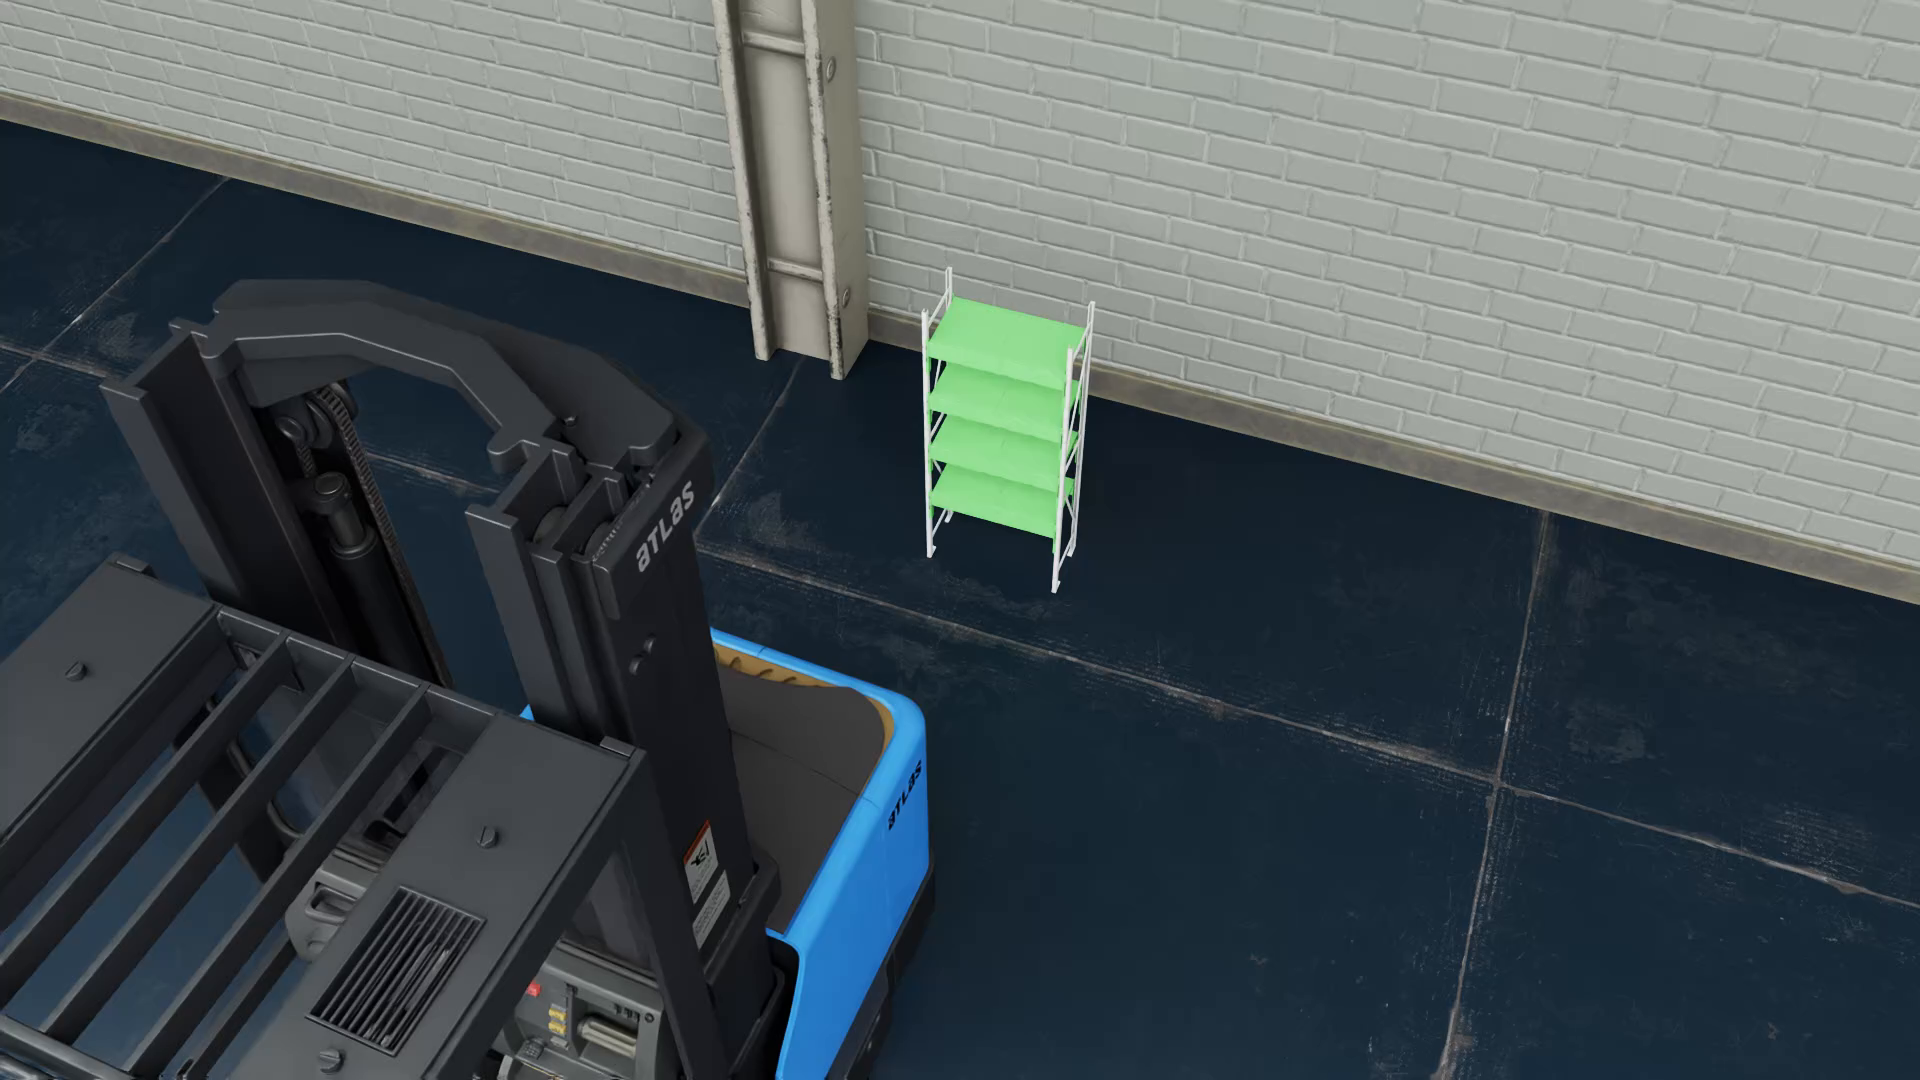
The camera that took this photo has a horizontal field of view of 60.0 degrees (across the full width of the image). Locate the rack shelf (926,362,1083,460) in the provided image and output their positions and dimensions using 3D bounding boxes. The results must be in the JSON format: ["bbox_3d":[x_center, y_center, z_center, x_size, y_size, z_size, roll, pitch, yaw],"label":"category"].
[{"bbox_3d":[0.155,-0.465,5.626,0.480,0.148,0.258,16,51,13],"label":"rack shelf"}]

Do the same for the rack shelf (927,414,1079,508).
[{"bbox_3d":[0.155,-0.308,5.807,0.480,0.148,0.258,16,51,13],"label":"rack shelf"}]

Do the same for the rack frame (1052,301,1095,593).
[{"bbox_3d":[0.384,-0.286,5.704,0.015,1.200,0.240,16,51,13],"label":"rack frame"}]

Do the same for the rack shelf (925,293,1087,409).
[{"bbox_3d":[0.155,-0.622,5.445,0.480,0.148,0.258,16,51,13],"label":"rack shelf"}]

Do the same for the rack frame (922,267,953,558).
[{"bbox_3d":[-0.074,-0.414,5.814,0.015,1.200,0.240,16,51,13],"label":"rack frame"}]

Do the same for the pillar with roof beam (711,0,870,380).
[{"bbox_3d":[-2.104,-0.710,0.910,0.400,9.000,9.100,16,51,13],"label":"pillar with roof beam"}]

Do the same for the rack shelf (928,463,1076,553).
[{"bbox_3d":[0.155,-0.151,5.989,0.480,0.148,0.258,16,51,13],"label":"rack shelf"}]

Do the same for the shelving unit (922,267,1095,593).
[{"bbox_3d":[0.155,-0.350,5.759,0.503,1.200,0.258,16,51,13],"label":"shelving unit"}]

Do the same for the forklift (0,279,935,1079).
[{"bbox_3d":[-1.119,1.063,3.389,1.130,2.935,3.031,18,51,15],"label":"forklift"}]
